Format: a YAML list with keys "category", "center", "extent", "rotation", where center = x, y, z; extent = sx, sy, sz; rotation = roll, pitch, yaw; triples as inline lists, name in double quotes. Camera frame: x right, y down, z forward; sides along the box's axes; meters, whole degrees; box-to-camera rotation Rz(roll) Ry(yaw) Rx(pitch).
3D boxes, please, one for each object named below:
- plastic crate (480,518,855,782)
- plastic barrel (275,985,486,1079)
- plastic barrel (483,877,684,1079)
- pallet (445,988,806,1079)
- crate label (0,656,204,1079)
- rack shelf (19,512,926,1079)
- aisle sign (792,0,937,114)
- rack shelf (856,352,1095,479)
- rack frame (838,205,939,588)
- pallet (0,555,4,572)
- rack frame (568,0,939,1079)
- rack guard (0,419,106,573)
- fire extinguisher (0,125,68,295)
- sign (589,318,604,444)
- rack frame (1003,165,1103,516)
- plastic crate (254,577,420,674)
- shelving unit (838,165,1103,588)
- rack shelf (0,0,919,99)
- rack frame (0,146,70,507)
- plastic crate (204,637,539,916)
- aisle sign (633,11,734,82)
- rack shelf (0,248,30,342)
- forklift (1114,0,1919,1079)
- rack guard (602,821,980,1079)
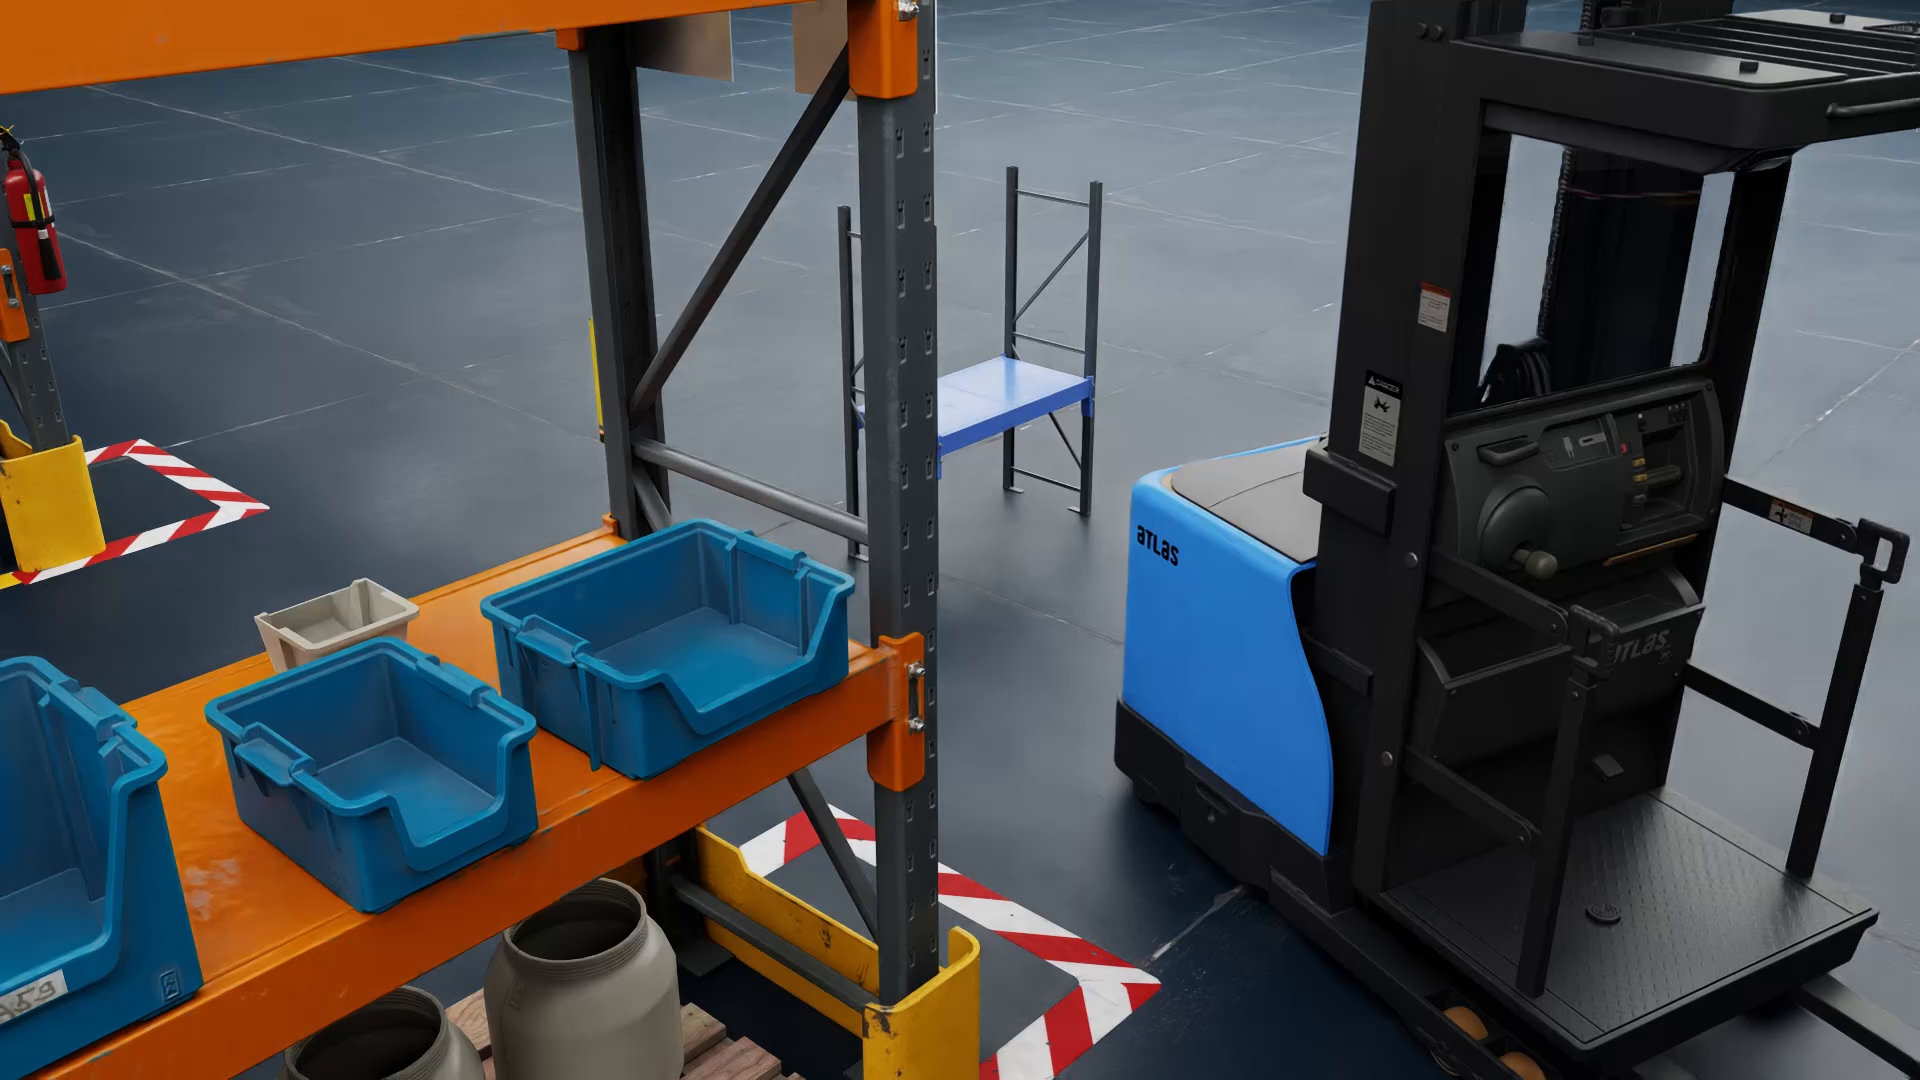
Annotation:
- category: "plastic crate"
  center: [-0.572, 0.199, 3.322]
  extent: [0.499, 0.251, 0.616]
  rotation: [20, 31, 38]
- category: "plastic barrel"
  center: [-1.178, 1.215, 3.402]
  extent: [0.421, 0.512, 0.421]
  rotation: [0, 24, 0]
- category: "plastic barrel"
  center: [-0.843, 1.062, 3.743]
  extent: [0.421, 0.512, 0.421]
  rotation: [0, 24, 0]
- category: "pallet"
  center: [-1.023, 1.451, 3.755]
  extent: [1.003, 0.211, 1.213]
  rotation: [20, 31, 38]
- category: "crate label"
  center: [-1.488, 0.515, 2.391]
  extent: [0.502, 0.435, 0.616]
  rotation: [20, 31, 38]
- category: "rack shelf"
  center: [-1.796, 0.834, 2.602]
  extent: [1.077, 0.370, 4.000]
  rotation: [20, 31, 38]
- category: "aisle sign"
  center: [-0.192, -1.230, 3.150]
  extent: [0.394, 0.787, 0.004]
  rotation: [20, 31, 38]
- category: "rack shelf"
  center: [0.057, -0.546, 7.075]
  extent: [0.538, 0.185, 1.000]
  rotation: [20, 31, 38]
- category: "rack frame"
  center: [-0.282, -0.555, 6.656]
  extent: [0.500, 1.500, 0.032]
  rotation: [20, 31, 38]
- category: "pallet"
  center: [-4.768, 0.078, 6.818]
  extent: [1.003, 0.211, 1.213]
  rotation: [20, 31, 38]
- category: "rack frame"
  center: [-0.461, -0.103, 3.814]
  extent: [1.000, 3.000, 0.127]
  rotation: [20, 31, 38]
- category: "rack guard"
  center: [-4.200, -0.292, 7.290]
  extent: [1.175, 0.500, 0.348]
  rotation: [20, 31, 38]
- category: "fire extinguisher"
  center: [-3.730, -1.329, 6.643]
  extent: [0.296, 0.674, 0.183]
  rotation: [20, 31, 38]
- category: "sign"
  center: [-0.868, -0.381, 4.095]
  extent: [0.100, 0.325, 0.005]
  rotation: [20, 31, 38]
- category: "rack frame"
  center: [0.396, -0.865, 7.347]
  extent: [0.500, 1.500, 0.032]
  rotation: [20, 31, 38]
- category: "plastic crate"
  center: [-1.298, 0.202, 3.456]
  extent: [0.298, 0.136, 0.250]
  rotation: [20, 31, 38]
- category: "shelving unit"
  center: [0.057, -0.710, 7.001]
  extent: [0.538, 1.500, 1.048]
  rotation: [20, 31, 38]
- category: "rack shelf"
  center: [-1.796, -0.534, 1.988]
  extent: [1.077, 0.370, 4.000]
  rotation: [20, 31, 38]
- category: "rack frame"
  center: [-4.149, -1.456, 6.830]
  extent: [1.000, 3.000, 0.127]
  rotation: [20, 31, 38]
- category: "plastic crate"
  center: [-1.010, 0.395, 2.884]
  extent: [0.499, 0.251, 0.408]
  rotation: [20, 31, 38]
- category: "aisle sign"
  center: [-0.631, -1.391, 3.509]
  extent: [0.394, 0.787, 0.004]
  rotation: [20, 31, 38]
- category: "rack shelf"
  center: [-5.484, -0.518, 5.618]
  extent: [1.077, 0.370, 4.000]
  rotation: [20, 31, 38]
- category: "forklift"
  center: [1.661, -0.125, 3.946]
  extent: [1.130, 2.935, 3.031]
  rotation: [-13, 27, -26]
- category: "rack guard"
  center: [-0.476, 1.073, 4.245]
  extent: [1.175, 0.500, 0.348]
  rotation: [20, 31, 38]
